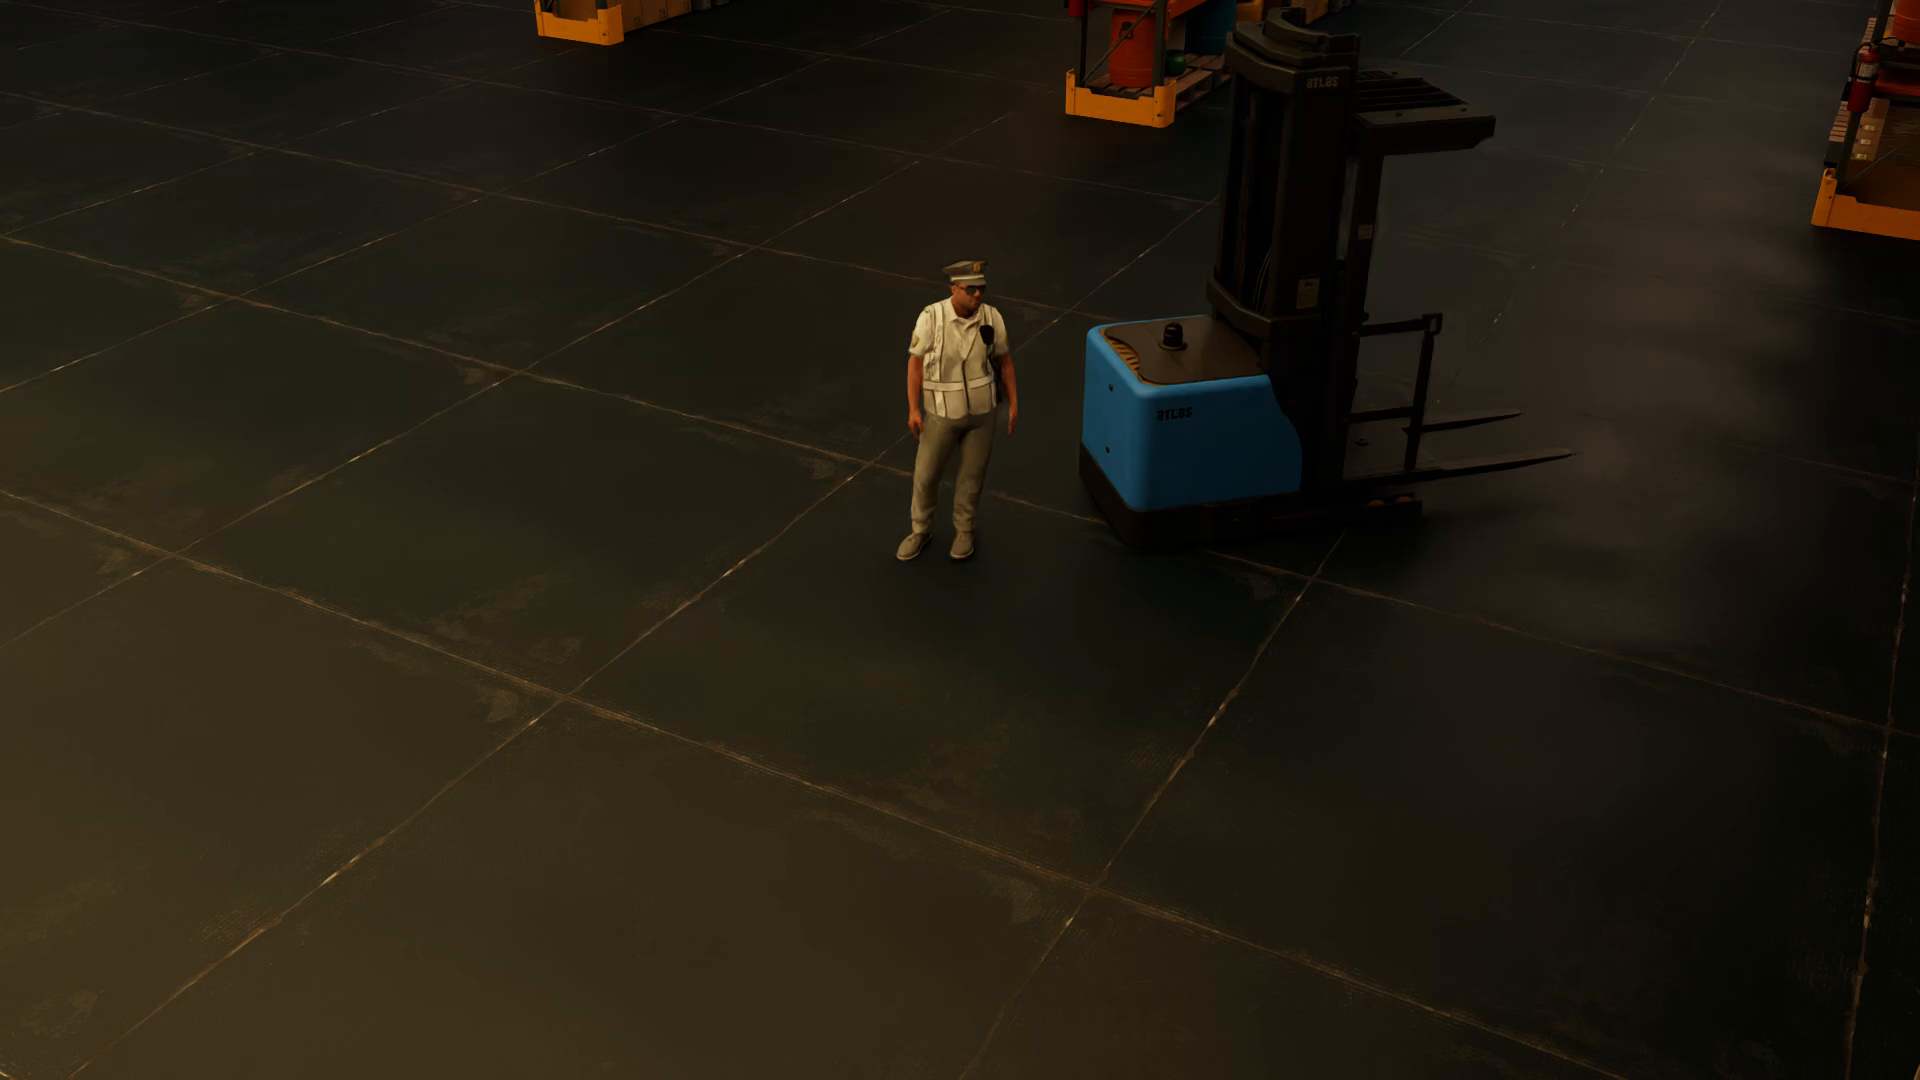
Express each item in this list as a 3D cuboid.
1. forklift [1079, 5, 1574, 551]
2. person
[{"bbox_3d":[2.330,-1.595,9.835,3.031,2.935,1.130,-7,31,-12],"label":"forklift"},{"bbox_3d":[-0.032,-0.744,9.518,0.748,1.781,0.428,-8,31,-14],"label":"person"}]
